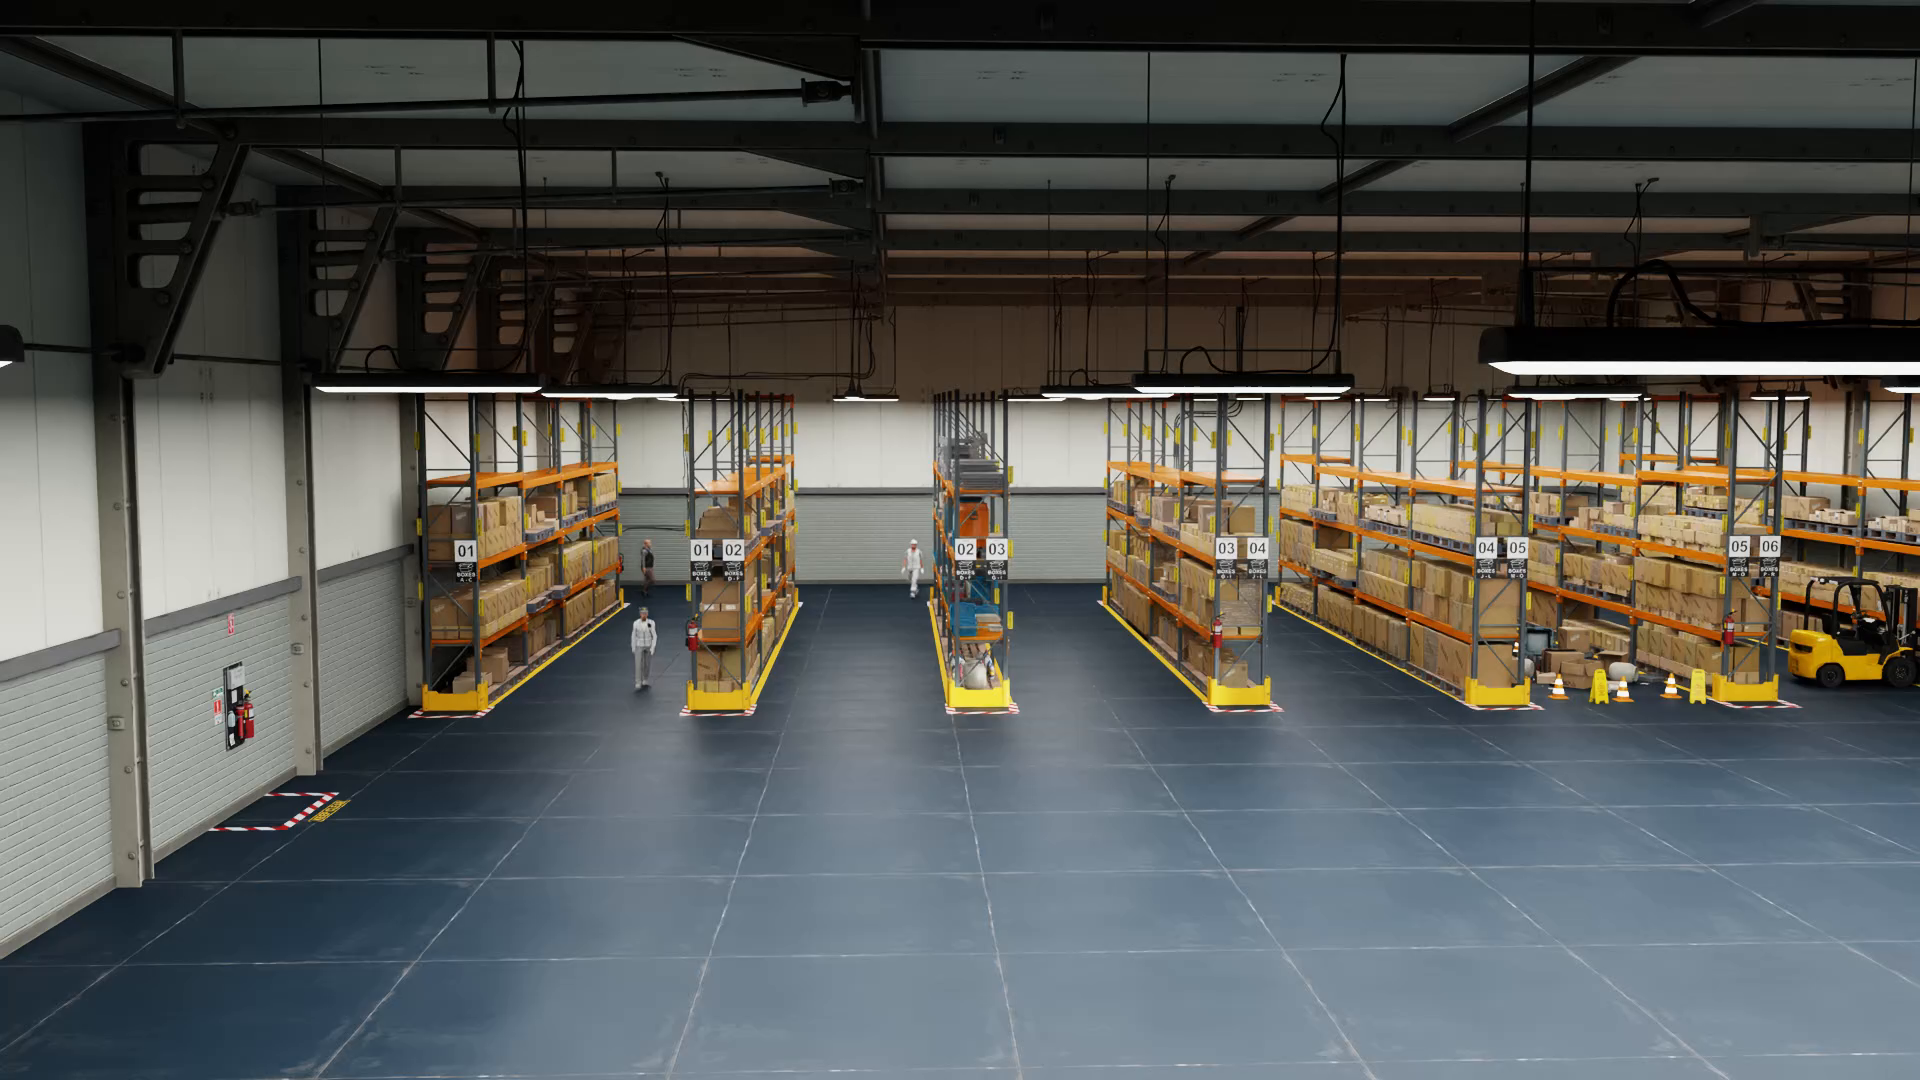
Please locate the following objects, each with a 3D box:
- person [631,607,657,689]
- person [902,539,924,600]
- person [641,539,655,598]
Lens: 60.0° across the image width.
[{"bbox_3d":[-6.362,2.155,33.494,0.518,1.627,0.944,-2,5,-19],"label":"person"},{"bbox_3d":[-1.398,0.854,48.999,0.569,1.745,1.071,2,5,18],"label":"person"},{"bbox_3d":[-9.222,0.937,49.169,0.429,1.541,0.559,0,5,-2],"label":"person"}]
